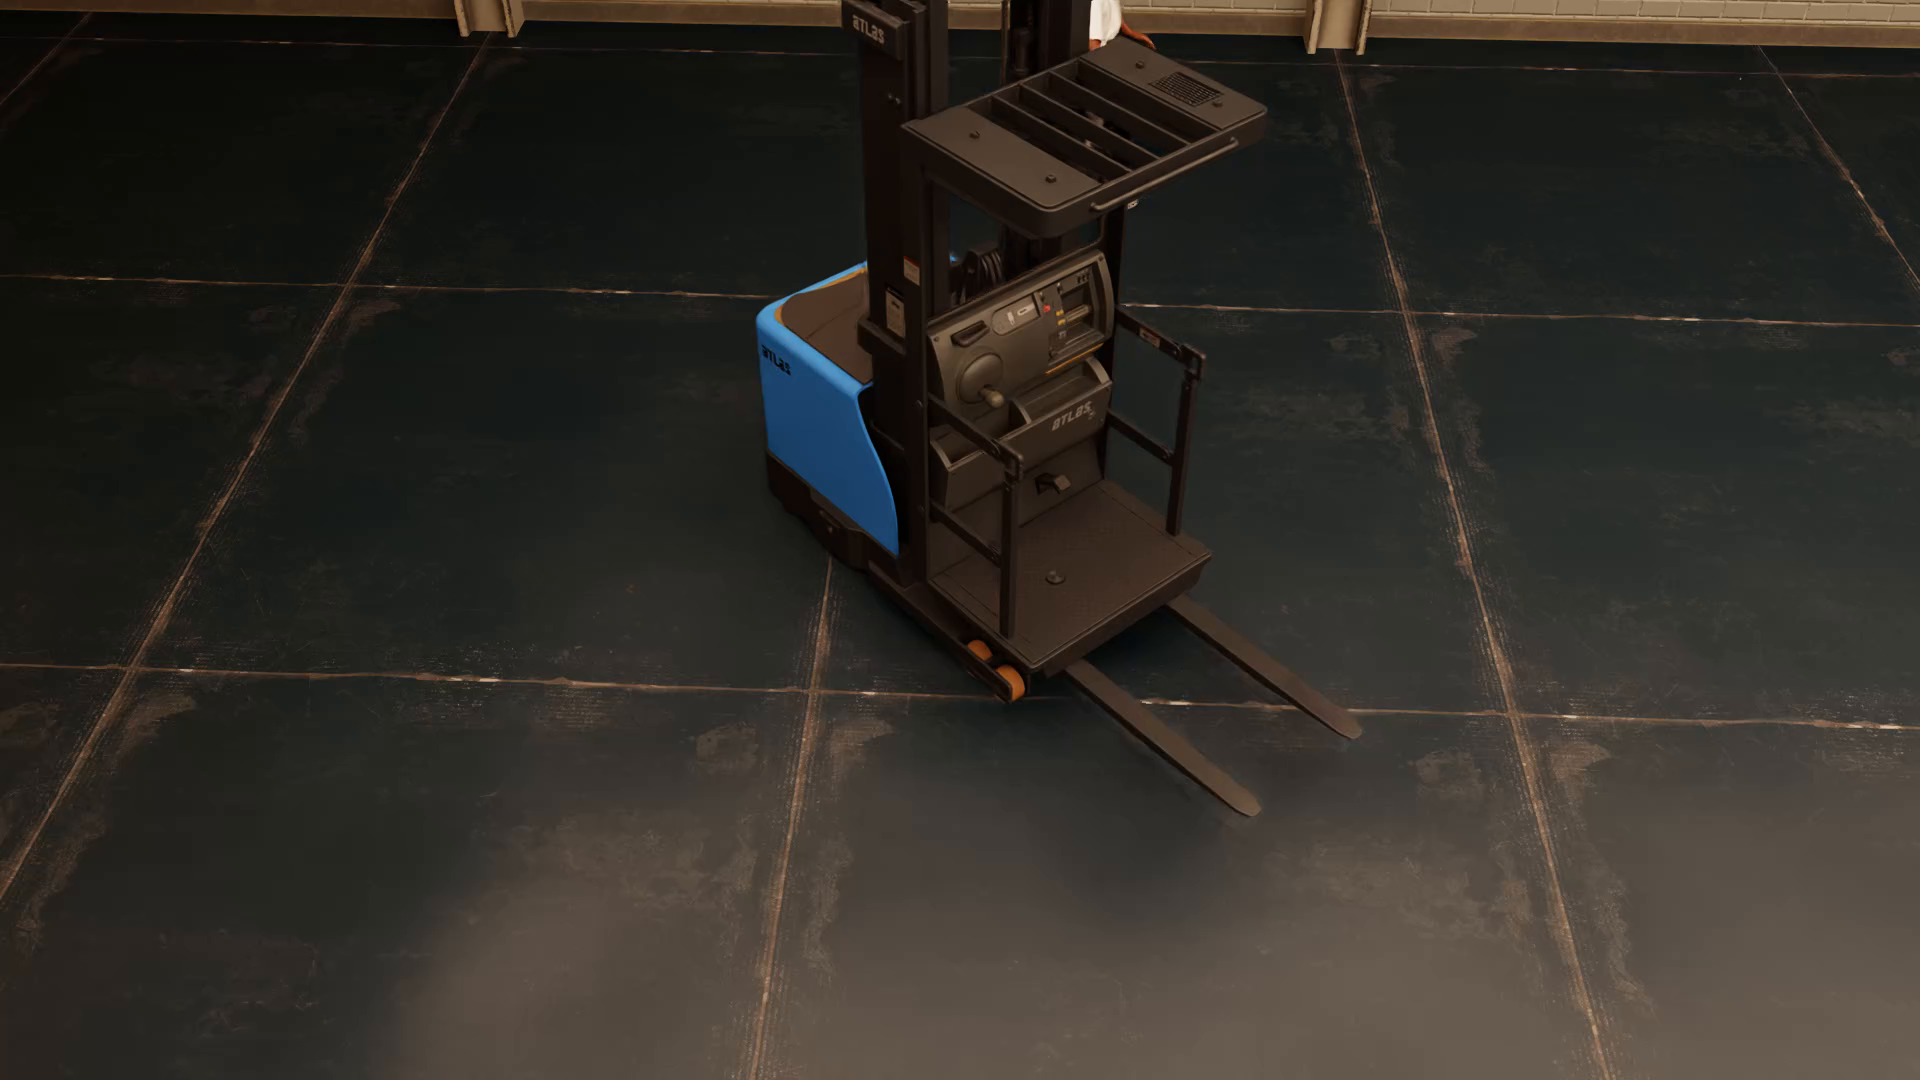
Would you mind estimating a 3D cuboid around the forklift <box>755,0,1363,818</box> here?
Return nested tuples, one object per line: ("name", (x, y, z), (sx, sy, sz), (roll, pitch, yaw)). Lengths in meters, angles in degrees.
("forklift", (0.399, -0.771, 6.586), (1.130, 2.935, 3.031), (-30, 50, -29))

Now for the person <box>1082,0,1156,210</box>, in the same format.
("person", (0.872, -2.701, 9.647), (0.645, 1.716, 0.821), (-4, 43, -4))
